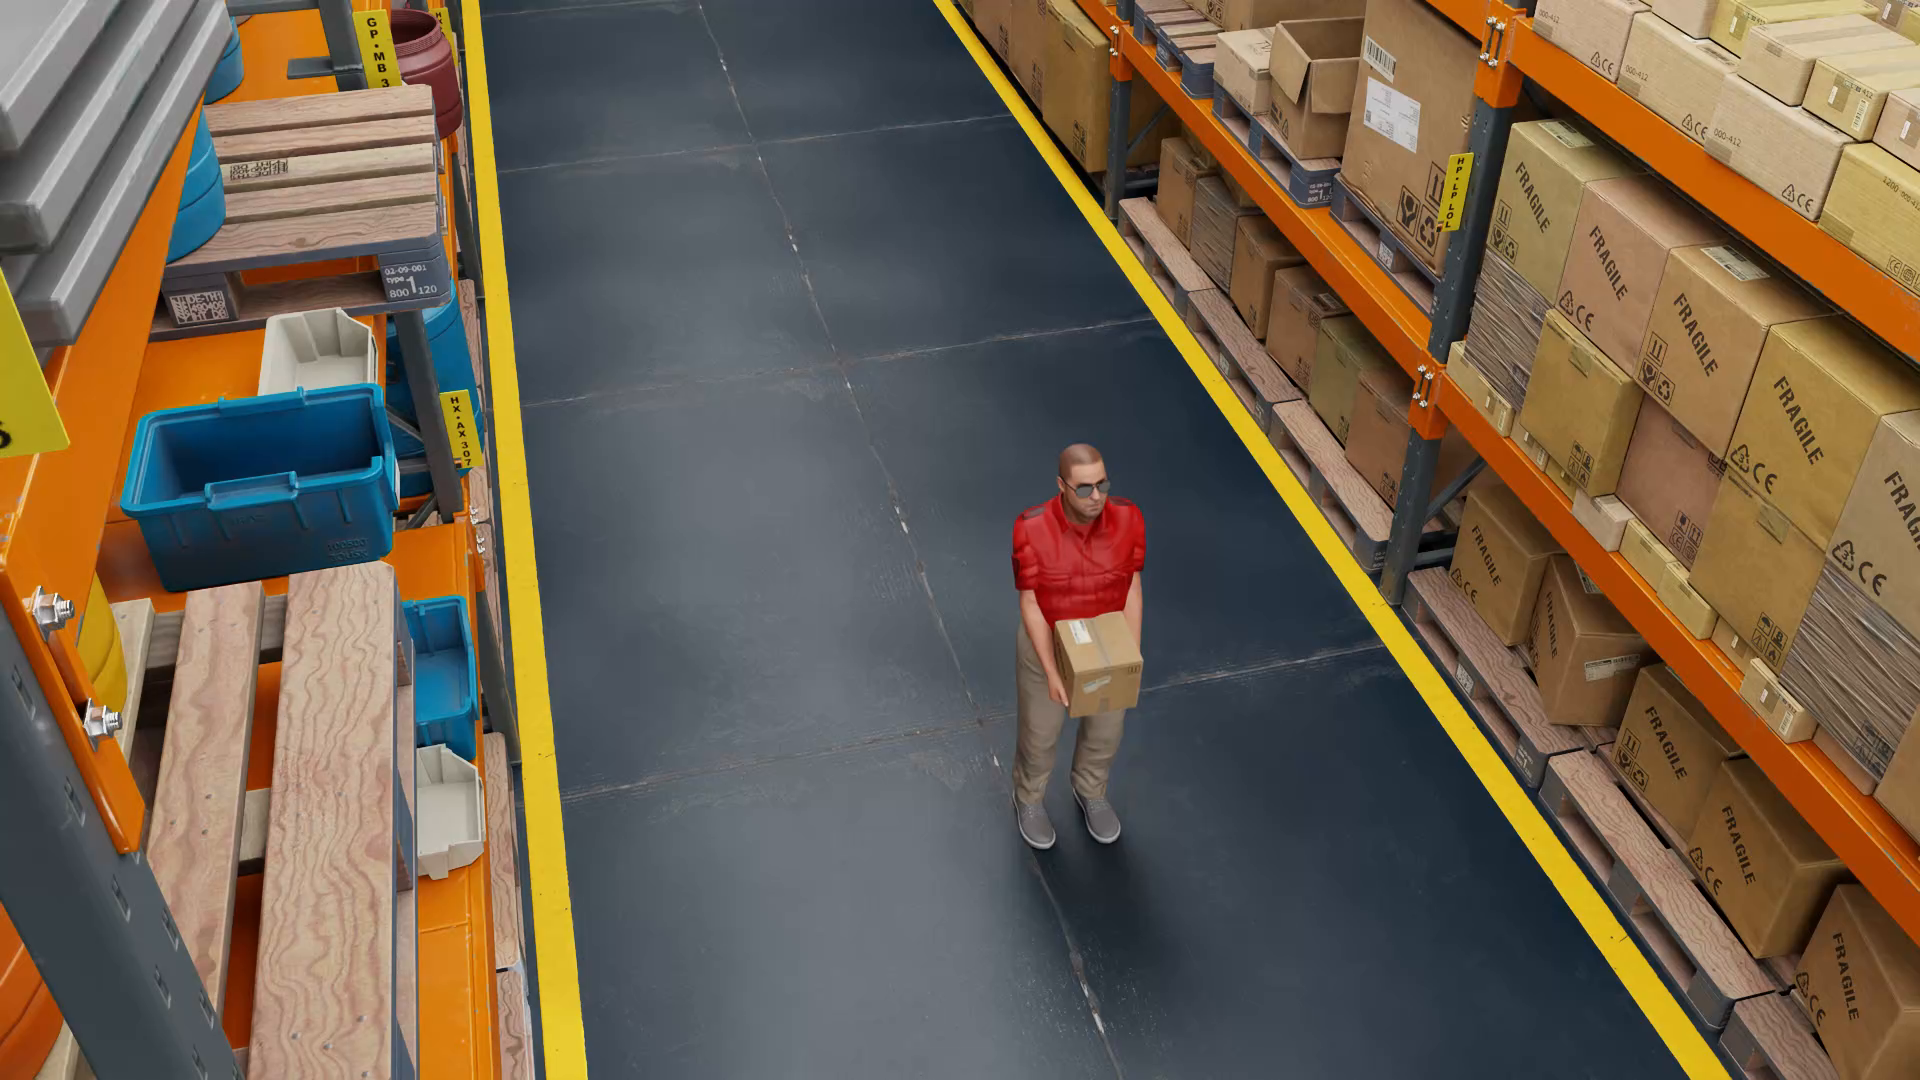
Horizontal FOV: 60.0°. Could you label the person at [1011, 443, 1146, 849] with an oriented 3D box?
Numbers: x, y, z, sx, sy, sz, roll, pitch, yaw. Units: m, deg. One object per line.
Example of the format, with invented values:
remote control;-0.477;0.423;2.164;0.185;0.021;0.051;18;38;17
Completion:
person;0.458;0.459;6.150;0.494;1.713;0.538;-9;39;-11
